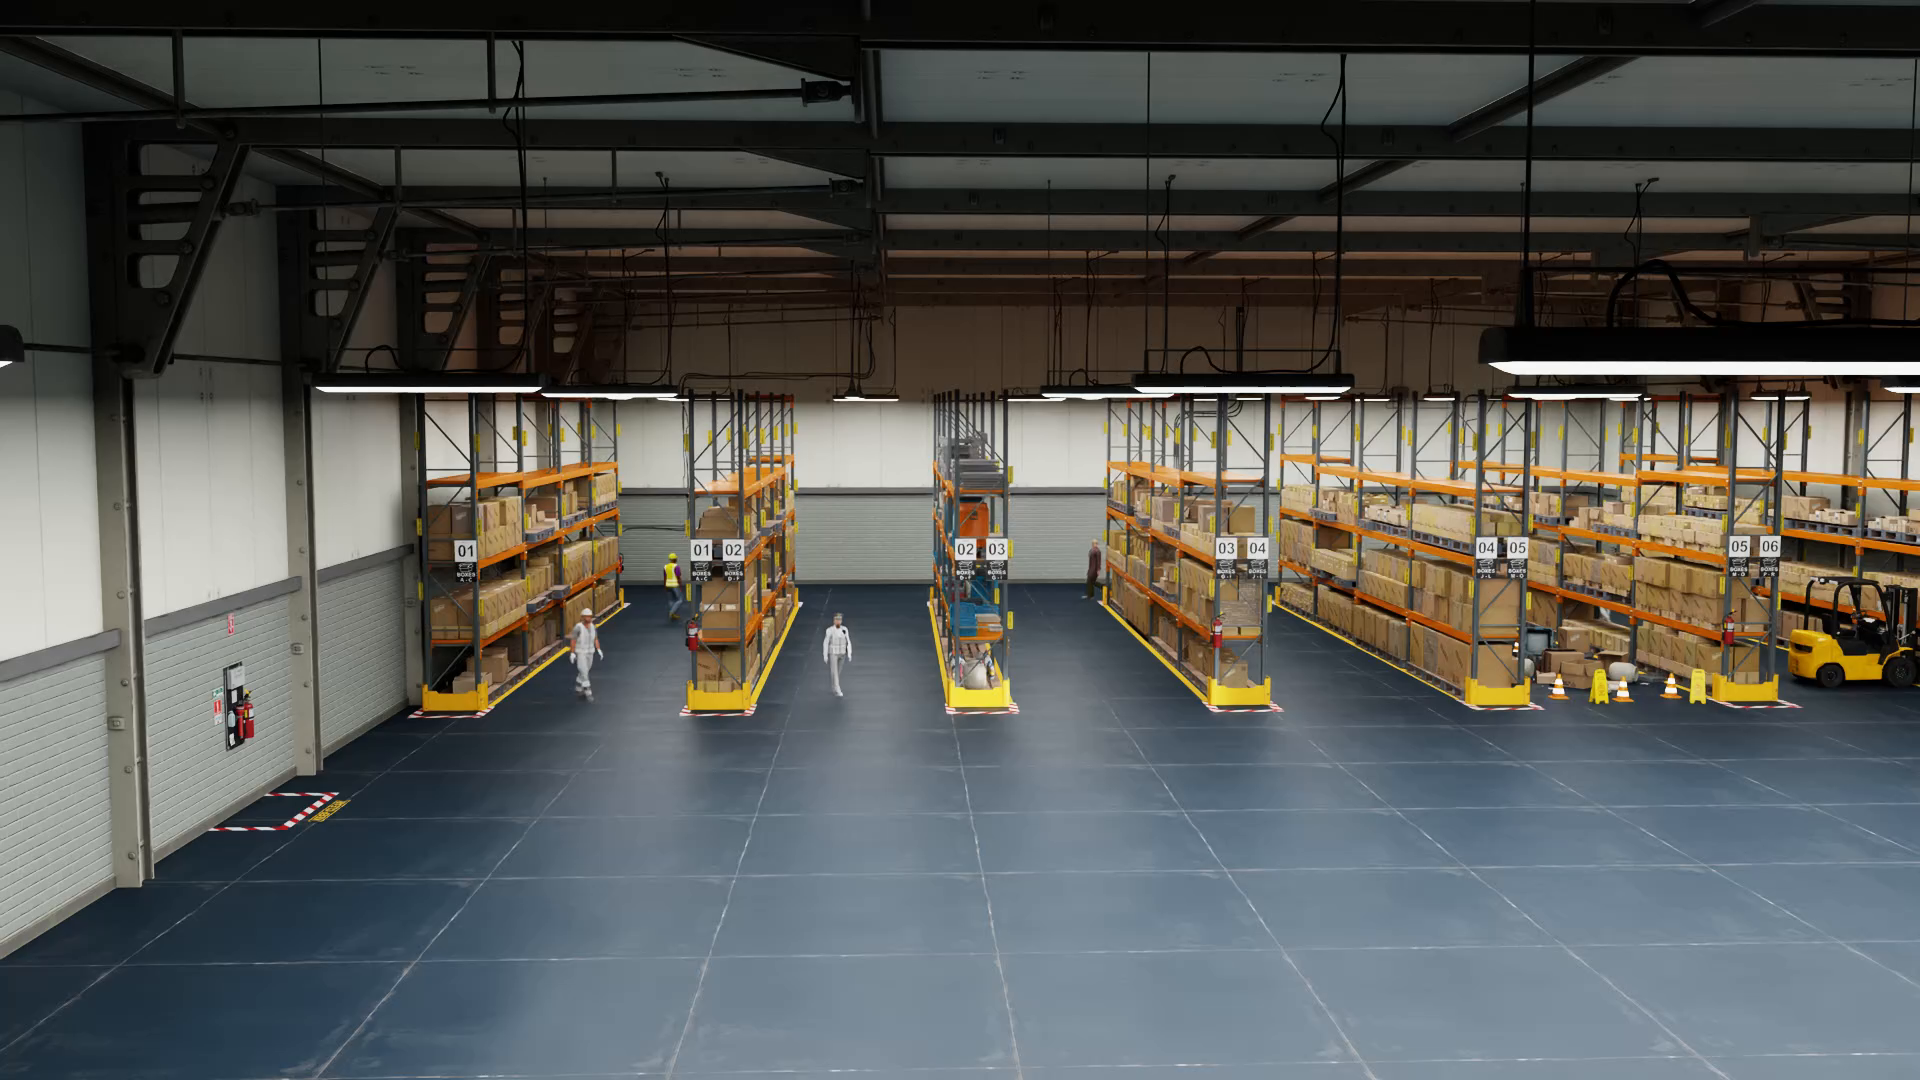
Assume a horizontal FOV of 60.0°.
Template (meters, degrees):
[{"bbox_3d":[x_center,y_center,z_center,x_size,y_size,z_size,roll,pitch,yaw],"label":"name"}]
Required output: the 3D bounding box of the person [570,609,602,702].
[{"bbox_3d":[-7.239,2.197,32.209,0.974,1.733,0.587,4,6,43],"label":"person"}]

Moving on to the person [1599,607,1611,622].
[{"bbox_3d":[16.748,1.312,43.160,0.638,1.779,0.531,-3,5,-29],"label":"person"}]

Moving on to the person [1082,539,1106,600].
[{"bbox_3d":[3.985,0.858,48.719,0.855,1.758,0.557,0,5,-2],"label":"person"}]

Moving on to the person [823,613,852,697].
[{"bbox_3d":[-2.368,2.233,32.516,0.521,1.627,1.010,-3,5,-30],"label":"person"}]

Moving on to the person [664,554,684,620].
[{"bbox_3d":[-7.630,1.247,44.154,0.607,1.769,0.497,3,6,36],"label":"person"}]
